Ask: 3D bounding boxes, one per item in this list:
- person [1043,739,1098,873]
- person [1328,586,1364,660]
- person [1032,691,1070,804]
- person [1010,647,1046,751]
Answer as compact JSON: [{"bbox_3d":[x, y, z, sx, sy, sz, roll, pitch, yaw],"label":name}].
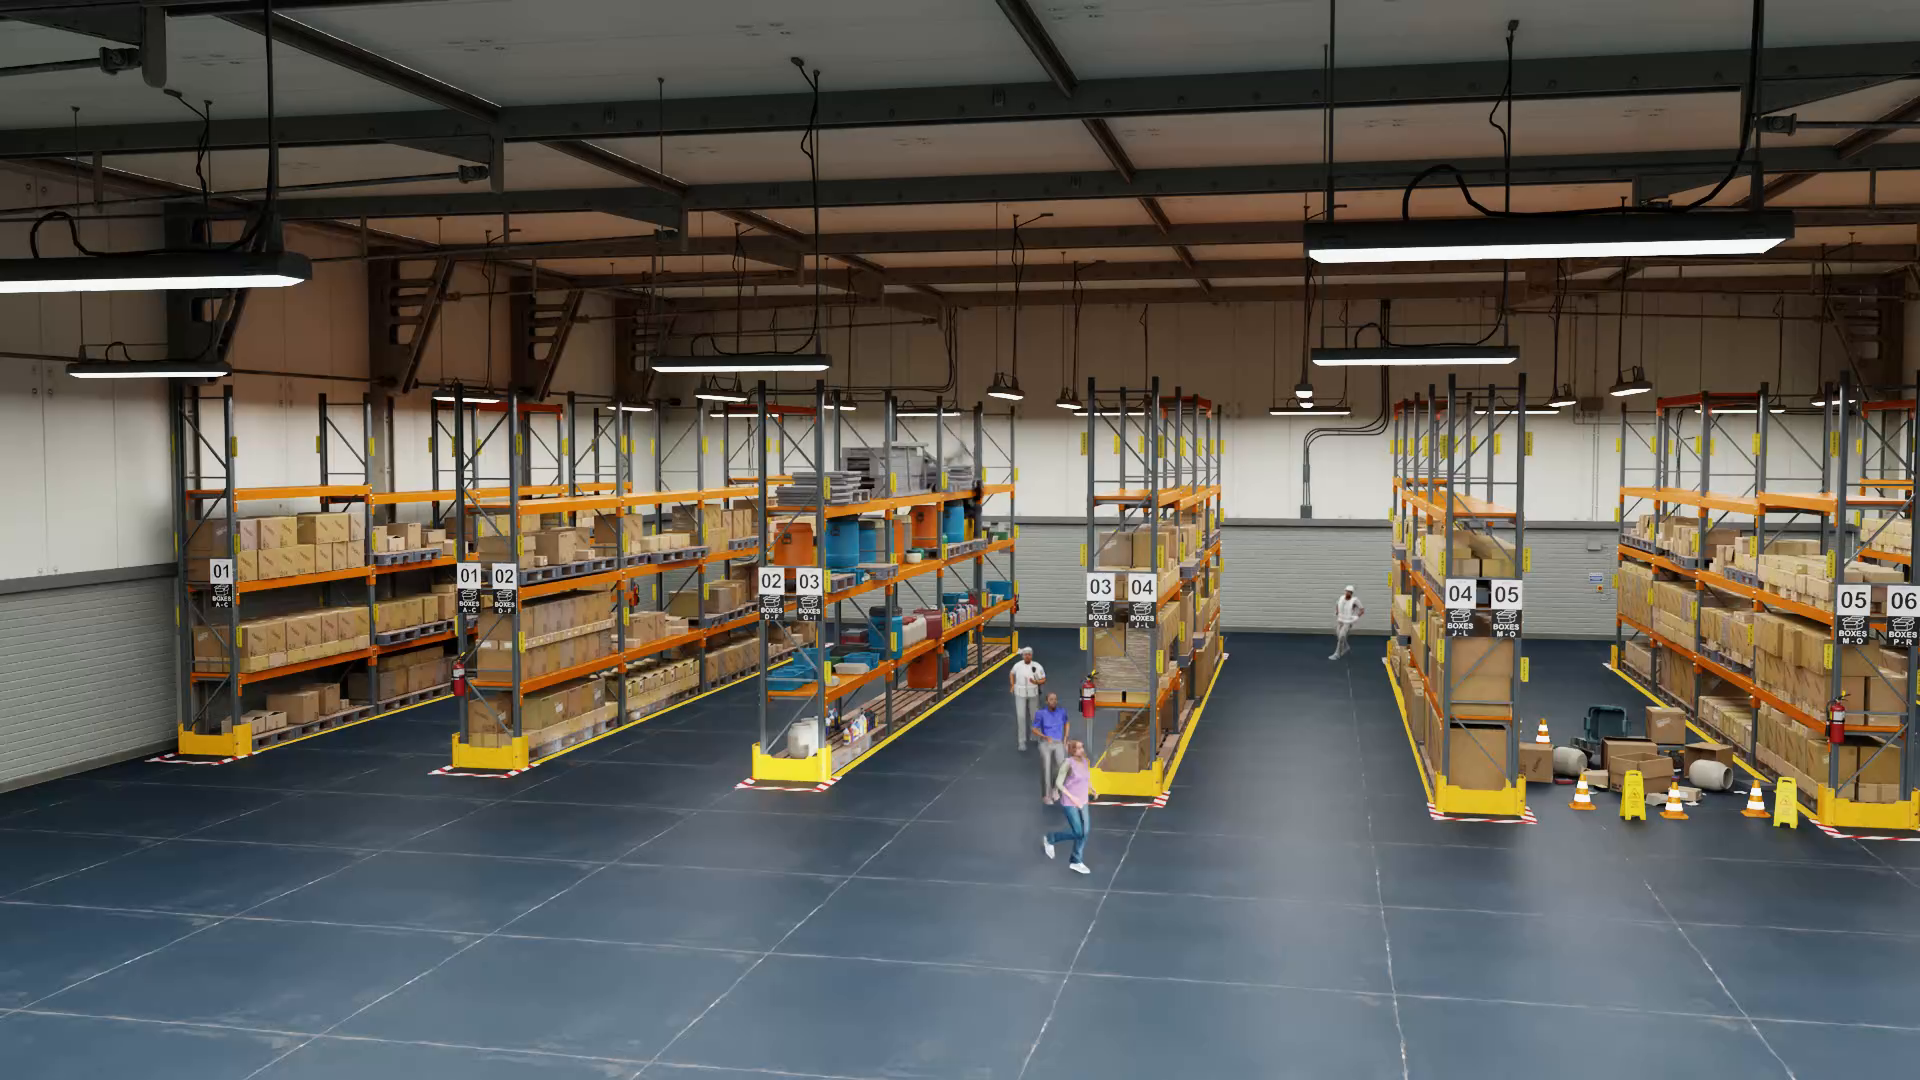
[{"bbox_3d":[1.319,3.128,19.731,0.598,1.578,0.537,3,4,43],"label":"person"},{"bbox_3d":[9.088,1.935,39.066,0.809,1.750,0.749,-3,4,-44],"label":"person"},{"bbox_3d":[1.292,2.904,23.190,0.587,1.608,0.647,-1,3,-12],"label":"person"},{"bbox_3d":[1.123,2.604,27.658,0.605,1.653,0.943,0,3,3],"label":"person"}]
